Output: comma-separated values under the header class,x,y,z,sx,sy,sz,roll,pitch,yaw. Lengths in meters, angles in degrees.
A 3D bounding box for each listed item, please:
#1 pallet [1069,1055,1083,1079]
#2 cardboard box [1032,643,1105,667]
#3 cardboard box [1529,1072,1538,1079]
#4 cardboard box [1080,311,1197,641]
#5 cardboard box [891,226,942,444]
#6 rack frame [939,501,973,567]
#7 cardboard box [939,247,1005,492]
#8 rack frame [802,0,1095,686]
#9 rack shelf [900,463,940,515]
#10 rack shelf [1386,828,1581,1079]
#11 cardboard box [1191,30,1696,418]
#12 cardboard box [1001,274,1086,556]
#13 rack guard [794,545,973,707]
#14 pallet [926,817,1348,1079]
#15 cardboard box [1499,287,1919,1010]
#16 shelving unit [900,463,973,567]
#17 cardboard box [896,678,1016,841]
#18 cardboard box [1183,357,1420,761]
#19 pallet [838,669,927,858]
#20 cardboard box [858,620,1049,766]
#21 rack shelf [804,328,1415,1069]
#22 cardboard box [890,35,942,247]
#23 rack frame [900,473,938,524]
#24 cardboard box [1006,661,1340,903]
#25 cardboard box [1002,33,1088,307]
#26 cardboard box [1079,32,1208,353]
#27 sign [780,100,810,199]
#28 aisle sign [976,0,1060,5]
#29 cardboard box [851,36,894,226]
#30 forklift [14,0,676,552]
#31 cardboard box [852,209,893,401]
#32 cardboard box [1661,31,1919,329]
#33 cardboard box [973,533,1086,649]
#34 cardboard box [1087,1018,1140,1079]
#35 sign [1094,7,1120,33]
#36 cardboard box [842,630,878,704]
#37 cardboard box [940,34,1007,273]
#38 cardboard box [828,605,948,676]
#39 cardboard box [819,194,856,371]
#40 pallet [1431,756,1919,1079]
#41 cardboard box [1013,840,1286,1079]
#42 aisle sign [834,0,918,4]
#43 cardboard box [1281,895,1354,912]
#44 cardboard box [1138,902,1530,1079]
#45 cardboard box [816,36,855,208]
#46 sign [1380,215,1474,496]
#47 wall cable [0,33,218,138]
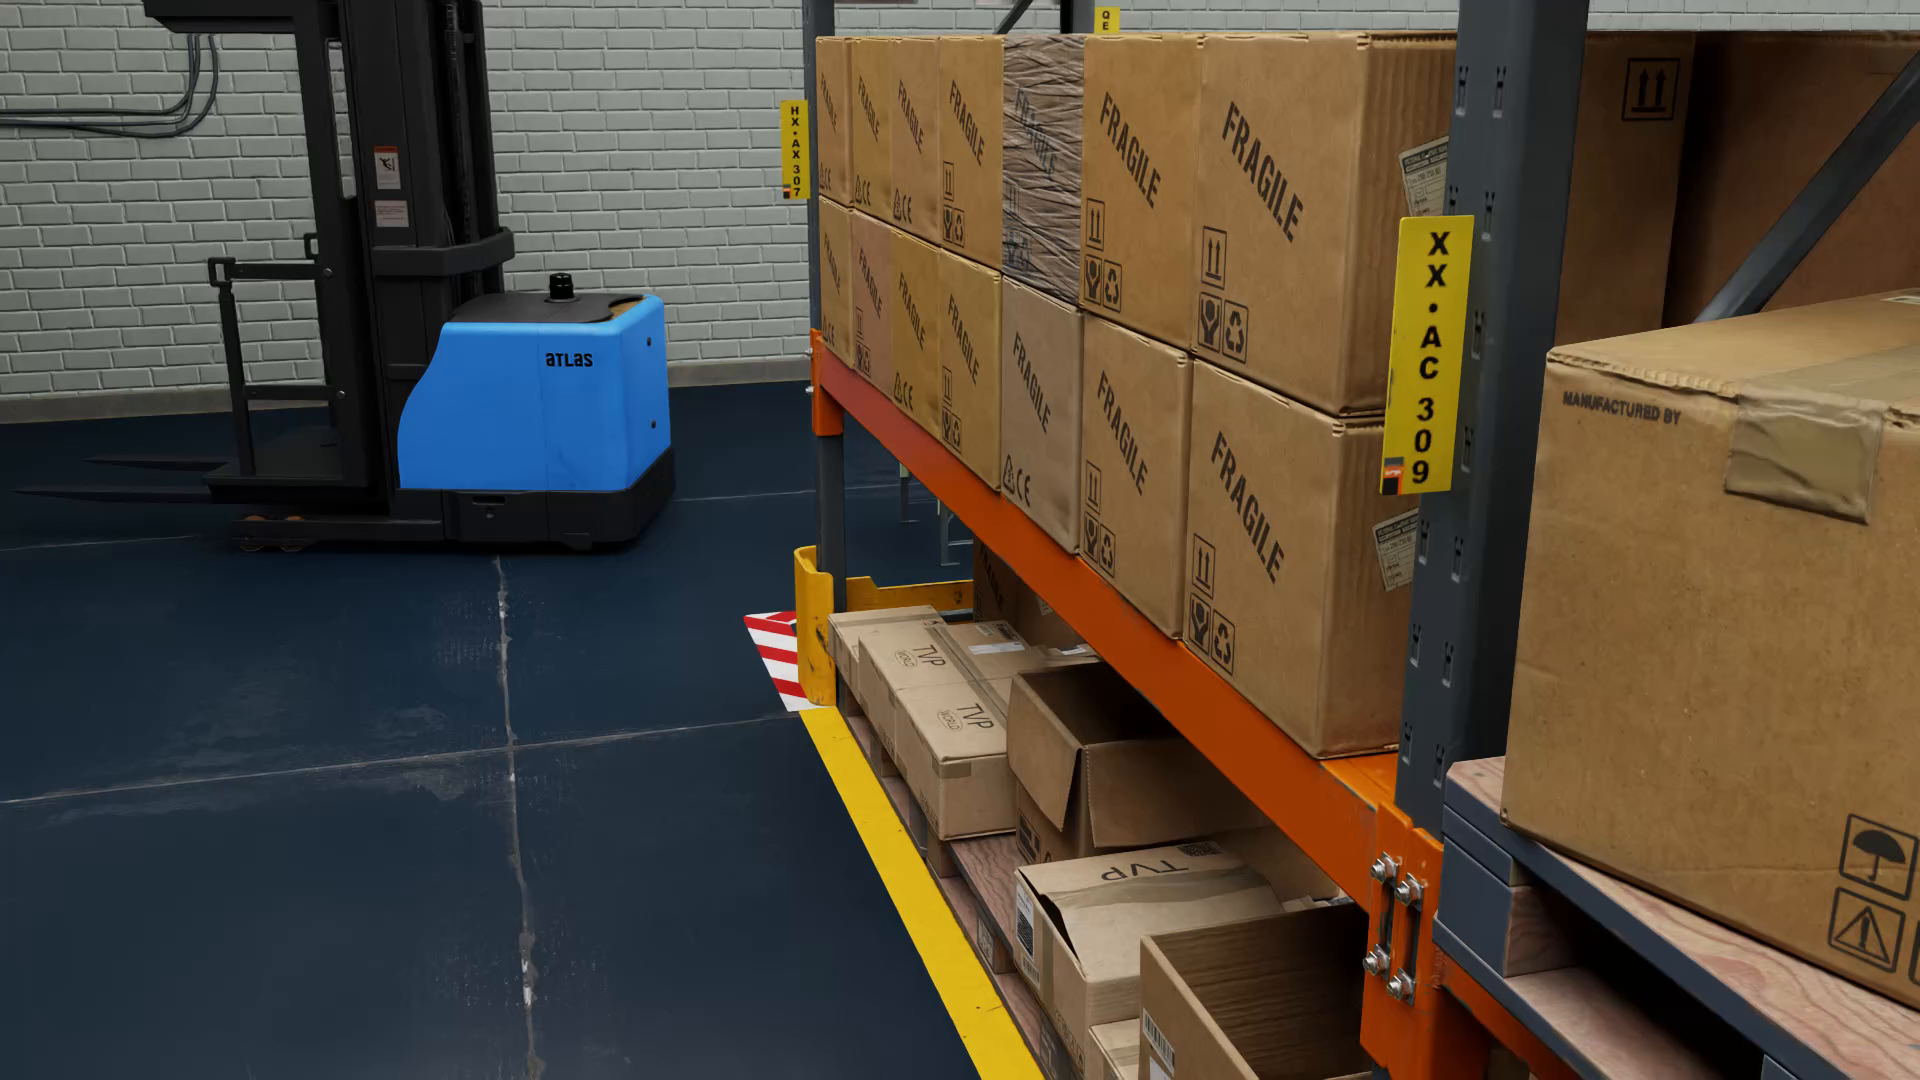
class,x,y,z,sx,sy,sz,roll,pitch,yaw
pallet,0.879,1.302,3.250,1.003,0.211,1.213,-5,17,-15
cardboard box,0.379,0.447,5.411,0.380,0.166,0.250,-5,17,-15
cardboard box,1.160,1.101,2.983,0.500,0.311,0.500,-5,17,-15
cardboard box,0.540,-0.151,3.069,0.500,0.500,0.500,-4,17,-14
cardboard box,0.118,-0.572,4.470,0.500,0.500,0.500,-5,17,-15
rack frame,0.102,-0.615,7.393,0.400,1.500,0.023,-5,17,-15
cardboard box,0.254,-0.434,4.009,0.500,0.500,0.500,-4,17,-15
rack frame,-0.032,-0.950,5.899,1.000,3.000,0.127,-5,17,-15
rack shelf,0.002,-0.404,7.824,0.431,0.370,0.720,-5,17,-15
rack shelf,1.617,1.055,0.478,1.077,0.370,4.000,-5,17,-15
cardboard box,0.679,-0.489,2.455,0.500,0.500,0.500,-5,17,-15
cardboard box,0.397,-0.293,3.541,0.500,0.500,0.500,-4,17,-14
rack guard,-0.011,0.269,6.189,1.175,0.500,0.348,-5,17,-15
pallet,0.540,0.964,4.375,1.003,0.211,1.213,-5,17,-15
cardboard box,0.982,0.057,1.646,0.700,0.500,0.500,-12,20,-34
shelving unit,0.002,-0.716,7.730,0.431,1.500,0.755,-5,17,-15
cardboard box,0.119,0.606,4.735,0.500,0.250,0.500,-5,17,-15
cardboard box,0.683,-0.009,2.594,0.500,0.500,0.500,-4,17,-14
pallet,0.209,0.628,5.496,1.003,0.211,1.213,-5,17,-15
cardboard box,-0.018,0.468,5.196,0.500,0.250,0.500,-5,17,-15
rack shelf,0.517,-0.052,4.161,1.077,0.370,4.000,-5,17,-15
cardboard box,0.120,-1.050,4.322,0.500,0.500,0.500,-4,17,-14
rack frame,-0.099,-0.818,8.067,0.400,1.500,0.023,-5,17,-15
cardboard box,0.546,0.622,4.240,0.797,0.503,0.637,-5,17,-15
cardboard box,0.397,-0.770,3.390,0.500,0.500,0.500,-5,17,-15
cardboard box,0.536,-0.631,2.926,0.500,0.500,0.500,-5,17,-16
sign,-0.554,-1.321,5.632,0.100,0.325,0.005,-5,17,-15
aisle sign,0.243,-2.238,5.669,0.394,0.787,0.004,-5,17,-15
cardboard box,-0.013,-1.189,4.784,0.500,0.500,0.500,-5,17,-15
forklift,-3.001,-1.497,7.841,3.031,2.935,1.130,1,17,3
cardboard box,-0.017,-0.712,4.933,0.500,0.500,0.500,-5,17,-16
cardboard box,1.208,-0.522,2.565,0.500,0.500,0.500,-4,17,-14
cardboard box,0.354,0.168,5.760,0.500,0.500,0.500,-5,17,-15
cardboard box,0.477,1.077,3.342,0.380,0.149,0.250,-5,17,-15
sign,0.507,-1.694,5.815,0.100,0.325,0.005,-5,17,-15
cardboard box,-0.179,0.409,5.537,0.380,0.166,0.250,-5,17,-15
cardboard box,0.260,-0.909,3.854,0.500,0.500,0.500,-5,17,-16
cardboard box,-0.248,0.348,5.770,0.380,0.149,0.250,-5,17,-15
cardboard box,-0.164,-0.854,5.407,0.500,0.500,0.500,-4,17,-14
pallet,1.182,0.478,1.479,1.003,0.211,1.213,-5,17,-15
cardboard box,0.432,0.891,3.680,0.500,0.311,0.500,-5,17,-15
aisle sign,-0.333,-2.190,5.511,0.394,0.787,0.004,-5,17,-15
cardboard box,0.912,0.931,3.797,0.380,0.166,0.250,-5,17,-15
cardboard box,0.638,1.008,2.962,0.500,0.500,0.500,-5,17,-15
cardboard box,-0.164,-1.333,5.263,0.500,0.500,0.500,-4,17,-14
sign,0.547,-0.213,1.941,0.100,0.325,0.005,-5,17,-15
wall cable,-6.005,-3.536,9.478,3.097,2.526,0.112,-5,17,-15
